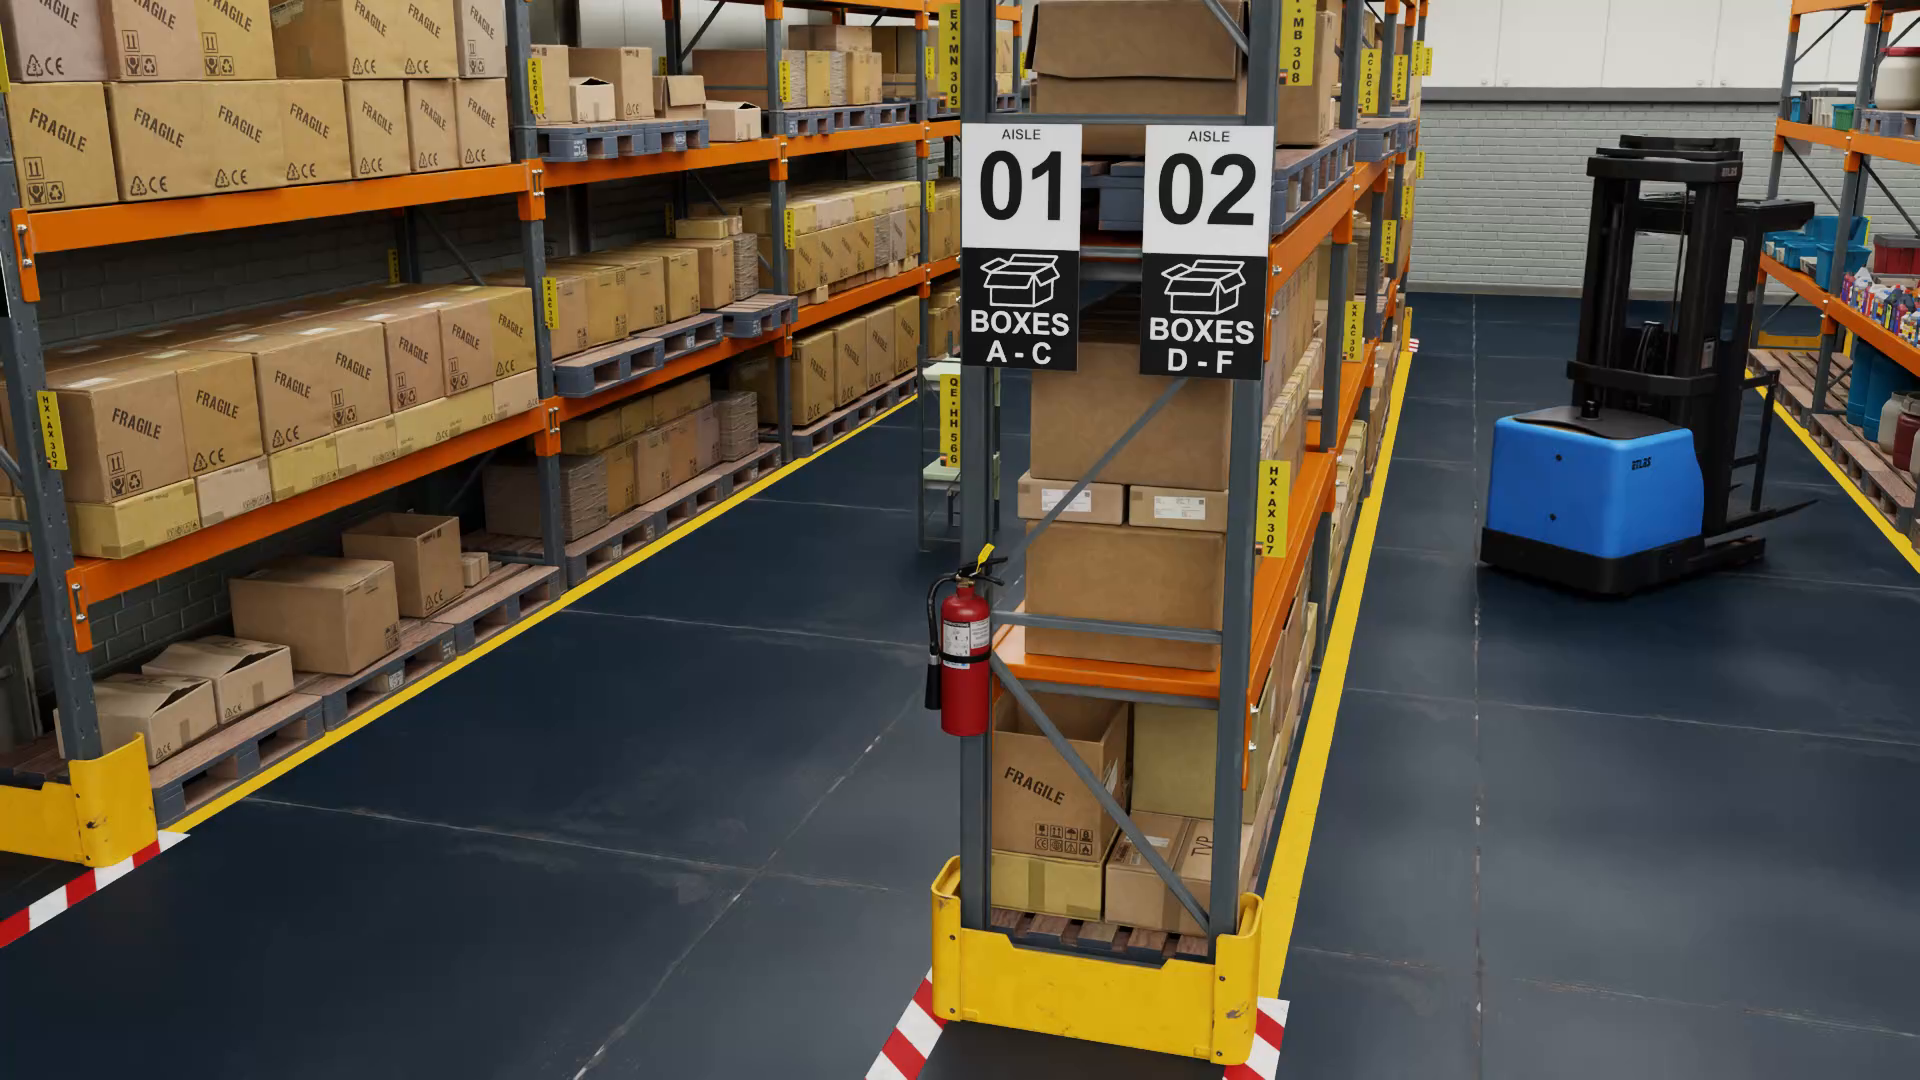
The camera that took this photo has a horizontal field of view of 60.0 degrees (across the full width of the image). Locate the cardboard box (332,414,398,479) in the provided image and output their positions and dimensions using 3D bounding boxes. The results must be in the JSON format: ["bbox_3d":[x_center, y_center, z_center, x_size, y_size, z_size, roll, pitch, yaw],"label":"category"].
[{"bbox_3d":[-3.381,-0.518,8.896,0.500,0.250,0.500,5,17,16],"label":"cardboard box"}]

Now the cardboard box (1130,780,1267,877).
[{"bbox_3d":[1.001,1.174,6.961,0.500,0.250,0.500,5,16,16],"label":"cardboard box"}]

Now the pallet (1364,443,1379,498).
[{"bbox_3d":[3.018,-0.636,14.185,1.003,0.211,1.213,5,16,16],"label":"pallet"}]

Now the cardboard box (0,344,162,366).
[{"bbox_3d":[-4.171,-0.644,7.968,0.500,0.500,0.500,5,17,17],"label":"cardboard box"}]

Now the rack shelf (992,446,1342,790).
[{"bbox_3d":[1.065,0.131,7.690,1.077,0.370,4.000,5,16,16],"label":"rack shelf"}]

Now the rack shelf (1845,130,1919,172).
[{"bbox_3d":[8.086,-3.020,13.302,1.077,0.370,4.000,5,16,16],"label":"rack shelf"}]

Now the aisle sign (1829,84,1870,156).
[{"bbox_3d":[10.093,-4.740,18.779,0.394,0.787,0.004,5,16,16],"label":"aisle sign"}]

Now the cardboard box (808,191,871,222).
[{"bbox_3d":[-1.175,-3.235,16.097,0.500,0.250,0.500,4,16,15],"label":"cardboard box"}]

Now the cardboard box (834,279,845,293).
[{"bbox_3d":[-1.326,-2.464,15.944,0.380,0.149,0.250,5,17,17],"label":"cardboard box"}]

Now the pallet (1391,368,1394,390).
[{"bbox_3d":[4.103,-1.670,17.830,1.003,0.211,1.213,5,16,16],"label":"pallet"}]

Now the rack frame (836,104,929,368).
[{"bbox_3d":[-0.844,-3.215,18.167,1.000,3.000,0.127,5,16,16],"label":"rack frame"}]

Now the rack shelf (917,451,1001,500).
[{"bbox_3d":[-0.002,-0.406,12.208,0.431,0.370,0.720,5,16,16],"label":"rack shelf"}]

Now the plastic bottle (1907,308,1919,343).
[{"bbox_3d":[7.450,-1.668,12.950,0.097,0.271,0.097,0,16,0],"label":"plastic bottle"}]

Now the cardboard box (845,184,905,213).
[{"bbox_3d":[-0.886,-3.501,17.038,0.500,0.250,0.500,5,17,17],"label":"cardboard box"}]

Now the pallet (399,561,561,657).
[{"bbox_3d":[-3.274,0.398,10.539,1.003,0.211,1.213,5,16,16],"label":"pallet"}]

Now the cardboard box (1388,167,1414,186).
[{"bbox_3d":[4.749,-3.867,18.450,0.500,0.500,0.500,5,17,18],"label":"cardboard box"}]

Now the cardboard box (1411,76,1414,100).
[{"bbox_3d":[4.423,-4.682,17.201,0.500,0.250,0.500,5,16,16],"label":"cardboard box"}]

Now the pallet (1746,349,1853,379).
[{"bbox_3d":[9.520,-1.939,18.778,1.003,0.211,1.213,5,16,16],"label":"pallet"}]

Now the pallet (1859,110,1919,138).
[{"bbox_3d":[8.526,-3.586,14.325,1.213,0.211,1.003,5,16,16],"label":"pallet"}]

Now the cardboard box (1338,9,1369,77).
[{"bbox_3d":[2.900,-3.871,12.968,0.500,0.500,0.500,5,16,16],"label":"cardboard box"}]

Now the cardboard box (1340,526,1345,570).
[{"bbox_3d":[2.276,0.026,11.009,0.500,0.250,0.500,4,16,14],"label":"cardboard box"}]

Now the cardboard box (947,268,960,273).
[{"bbox_3d":[0.034,-3.430,21.549,0.380,0.149,0.250,5,17,16],"label":"cardboard box"}]

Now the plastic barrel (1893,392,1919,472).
[{"bbox_3d":[7.962,-0.867,13.538,0.600,0.588,0.708,5,16,16],"label":"plastic barrel"}]

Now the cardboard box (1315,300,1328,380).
[{"bbox_3d":[2.309,-1.393,11.561,0.500,0.500,0.500,4,16,13],"label":"cardboard box"}]

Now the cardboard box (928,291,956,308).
[{"bbox_3d":[-0.261,-2.790,19.290,0.380,0.149,0.250,5,17,18],"label":"cardboard box"}]

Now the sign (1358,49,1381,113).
[{"bbox_3d":[2.166,-2.426,8.796,0.100,0.325,0.005,5,16,16],"label":"sign"}]

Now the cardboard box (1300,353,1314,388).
[{"bbox_3d":[1.617,-0.878,8.556,0.380,0.149,0.250,4,16,14],"label":"cardboard box"}]

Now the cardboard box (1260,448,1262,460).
[{"bbox_3d":[0.959,-0.273,6.422,0.380,0.149,0.250,5,16,16],"label":"cardboard box"}]

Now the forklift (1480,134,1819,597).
[{"bbox_3d":[5.108,-1.338,11.674,3.031,2.935,1.130,-11,19,-35],"label":"forklift"}]

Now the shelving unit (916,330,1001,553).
[{"bbox_3d":[-0.002,-0.720,12.119,0.431,1.500,0.755,5,16,16],"label":"shelving unit"}]

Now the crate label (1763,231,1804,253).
[{"bbox_3d":[9.406,-3.402,19.025,0.416,0.233,0.303,5,16,16],"label":"crate label"}]

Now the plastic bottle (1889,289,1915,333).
[{"bbox_3d":[7.634,-1.853,13.455,0.144,0.351,0.185,5,16,16],"label":"plastic bottle"}]

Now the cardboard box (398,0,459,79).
[{"bbox_3d":[-3.146,-2.807,9.178,0.500,0.500,0.500,6,17,19],"label":"cardboard box"}]

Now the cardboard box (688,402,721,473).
[{"bbox_3d":[-2.393,-0.859,13.637,0.700,0.500,0.500,5,16,16],"label":"cardboard box"}]

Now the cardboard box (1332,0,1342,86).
[{"bbox_3d":[1.986,-2.982,9.978,0.500,0.500,0.500,6,17,21],"label":"cardboard box"}]

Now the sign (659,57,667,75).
[{"bbox_3d":[-2.510,-3.943,14.146,0.100,0.325,0.005,5,16,16],"label":"sign"}]

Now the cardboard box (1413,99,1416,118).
[{"bbox_3d":[4.710,-4.703,18.191,0.500,0.250,0.500,5,16,16],"label":"cardboard box"}]

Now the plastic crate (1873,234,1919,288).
[{"bbox_3d":[9.149,-2.720,16.196,0.402,0.464,0.583,5,16,16],"label":"plastic crate"}]

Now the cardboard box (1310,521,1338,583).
[{"bbox_3d":[1.989,0.023,9.991,0.500,0.311,0.500,5,16,16],"label":"cardboard box"}]

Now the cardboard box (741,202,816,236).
[{"bbox_3d":[-1.596,-2.836,14.693,0.500,0.250,0.500,5,17,17],"label":"cardboard box"}]

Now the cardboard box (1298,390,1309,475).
[{"bbox_3d":[1.513,-0.670,9.012,0.700,0.500,0.500,4,16,14],"label":"cardboard box"}]

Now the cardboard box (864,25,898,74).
[{"bbox_3d":[-0.869,-5.398,18.313,0.500,0.500,0.500,4,16,15],"label":"cardboard box"}]

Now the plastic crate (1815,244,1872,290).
[{"bbox_3d":[8.460,-2.616,15.976,0.392,0.384,0.575,5,16,16],"label":"plastic crate"}]

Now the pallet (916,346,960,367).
[{"bbox_3d":[-0.553,-2.066,19.227,1.003,0.211,1.213,5,16,16],"label":"pallet"}]

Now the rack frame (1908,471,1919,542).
[{"bbox_3d":[7.518,-1.400,11.769,1.000,3.000,0.127,5,16,16],"label":"rack frame"}]

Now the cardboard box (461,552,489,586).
[{"bbox_3d":[-3.241,0.172,10.613,0.380,0.166,0.250,2,16,9],"label":"cardboard box"}]

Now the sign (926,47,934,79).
[{"bbox_3d":[-0.321,-5.019,17.505,0.100,0.325,0.005,5,16,16],"label":"sign"}]

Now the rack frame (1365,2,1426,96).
[{"bbox_3d":[5.043,-6.764,19.687,1.000,3.000,0.127,5,16,16],"label":"rack frame"}]

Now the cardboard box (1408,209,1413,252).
[{"bbox_3d":[5.033,-3.652,19.525,0.500,0.500,0.500,5,17,16],"label":"cardboard box"}]

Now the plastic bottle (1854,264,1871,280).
[{"bbox_3d":[8.232,-2.345,15.192,0.144,0.351,0.185,5,16,16],"label":"plastic bottle"}]

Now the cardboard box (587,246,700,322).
[{"bbox_3d":[-2.437,-1.977,12.812,0.700,0.500,0.500,5,16,16],"label":"cardboard box"}]

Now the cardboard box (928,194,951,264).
[{"bbox_3d":[-0.674,-3.500,18.622,0.980,0.700,0.700,5,17,17],"label":"cardboard box"}]

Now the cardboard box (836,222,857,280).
[{"bbox_3d":[-1.297,-2.743,15.736,0.500,0.500,0.500,5,16,16],"label":"cardboard box"}]

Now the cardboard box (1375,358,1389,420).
[{"bbox_3d":[3.750,-1.430,15.647,0.500,0.500,0.500,5,17,17],"label":"cardboard box"}]

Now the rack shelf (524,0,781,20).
[{"bbox_3d":[-2.549,-3.993,11.967,1.077,0.370,4.000,5,16,16],"label":"rack shelf"}]
